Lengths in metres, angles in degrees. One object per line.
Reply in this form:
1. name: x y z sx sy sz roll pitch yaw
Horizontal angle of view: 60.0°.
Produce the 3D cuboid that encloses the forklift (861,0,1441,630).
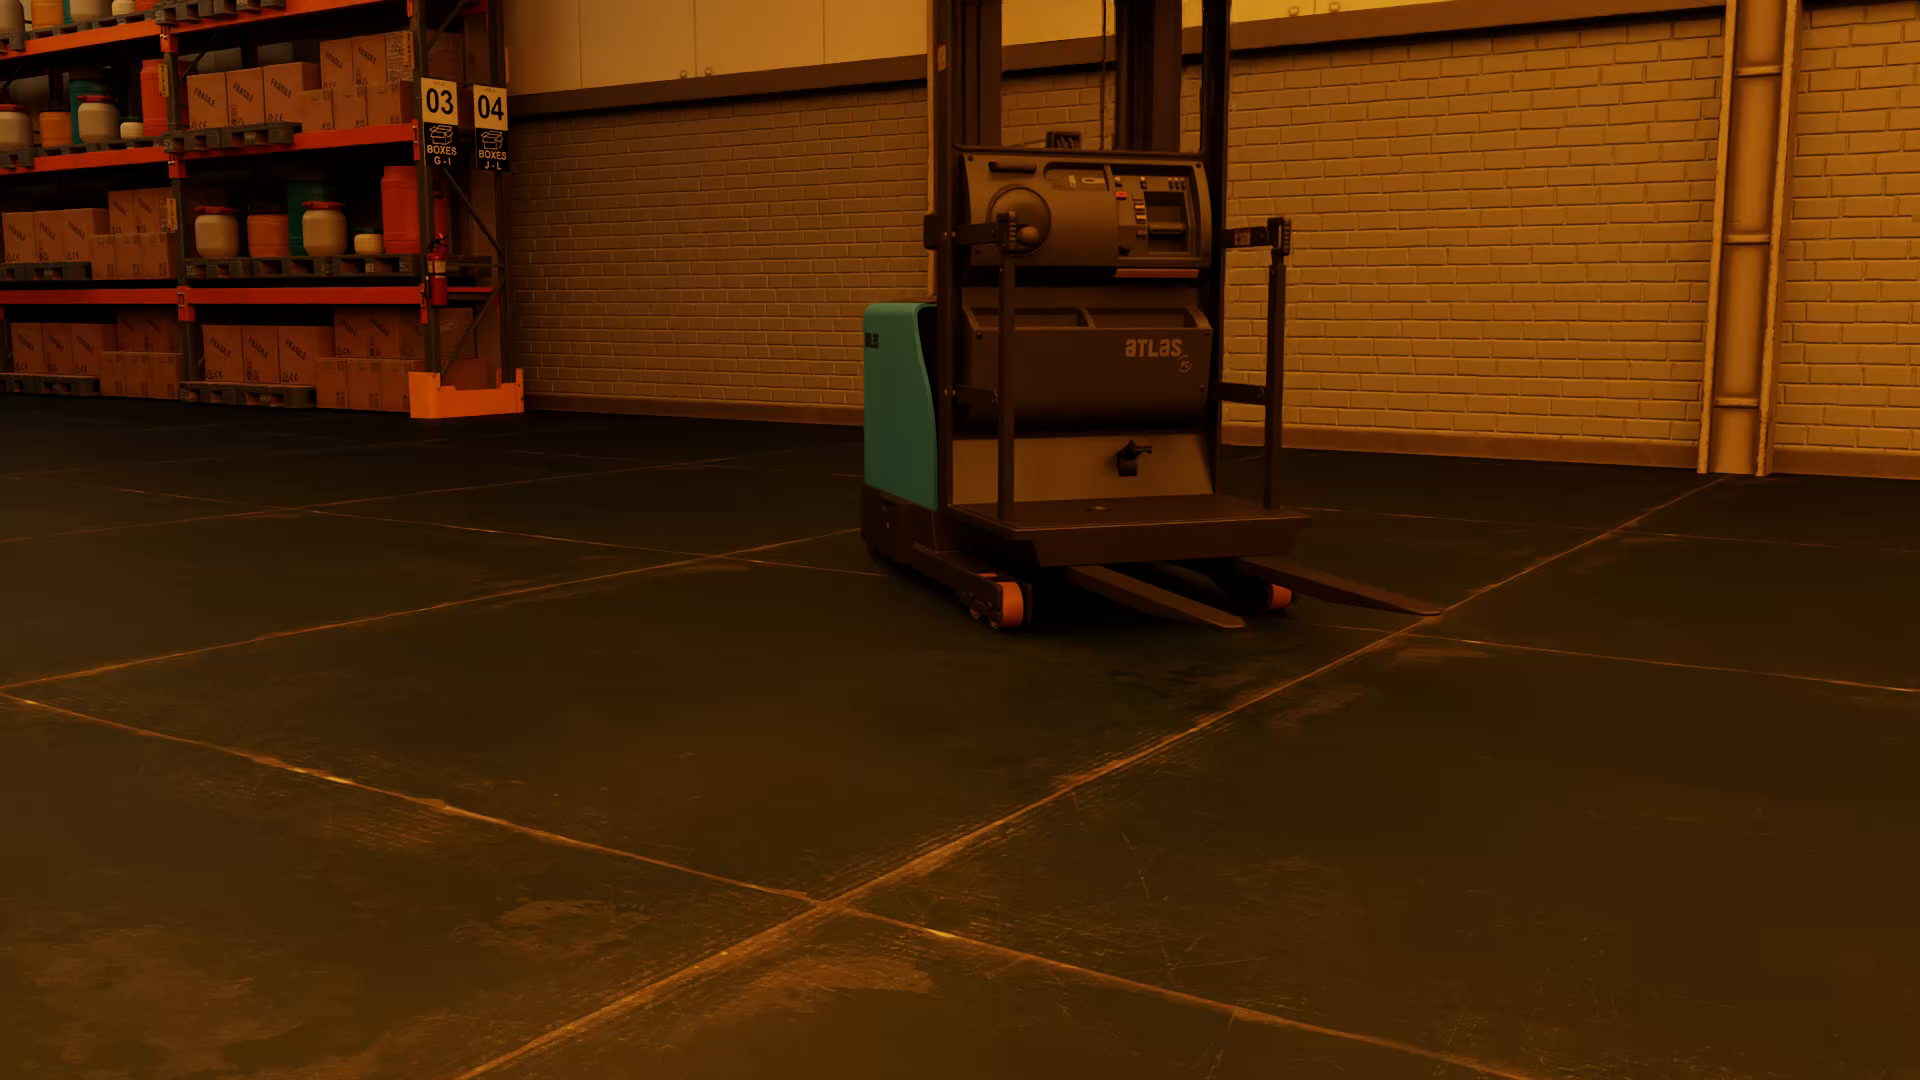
1. forklift: 0.533 -1.216 5.743 1.130 2.935 3.031 -3 9 -19
